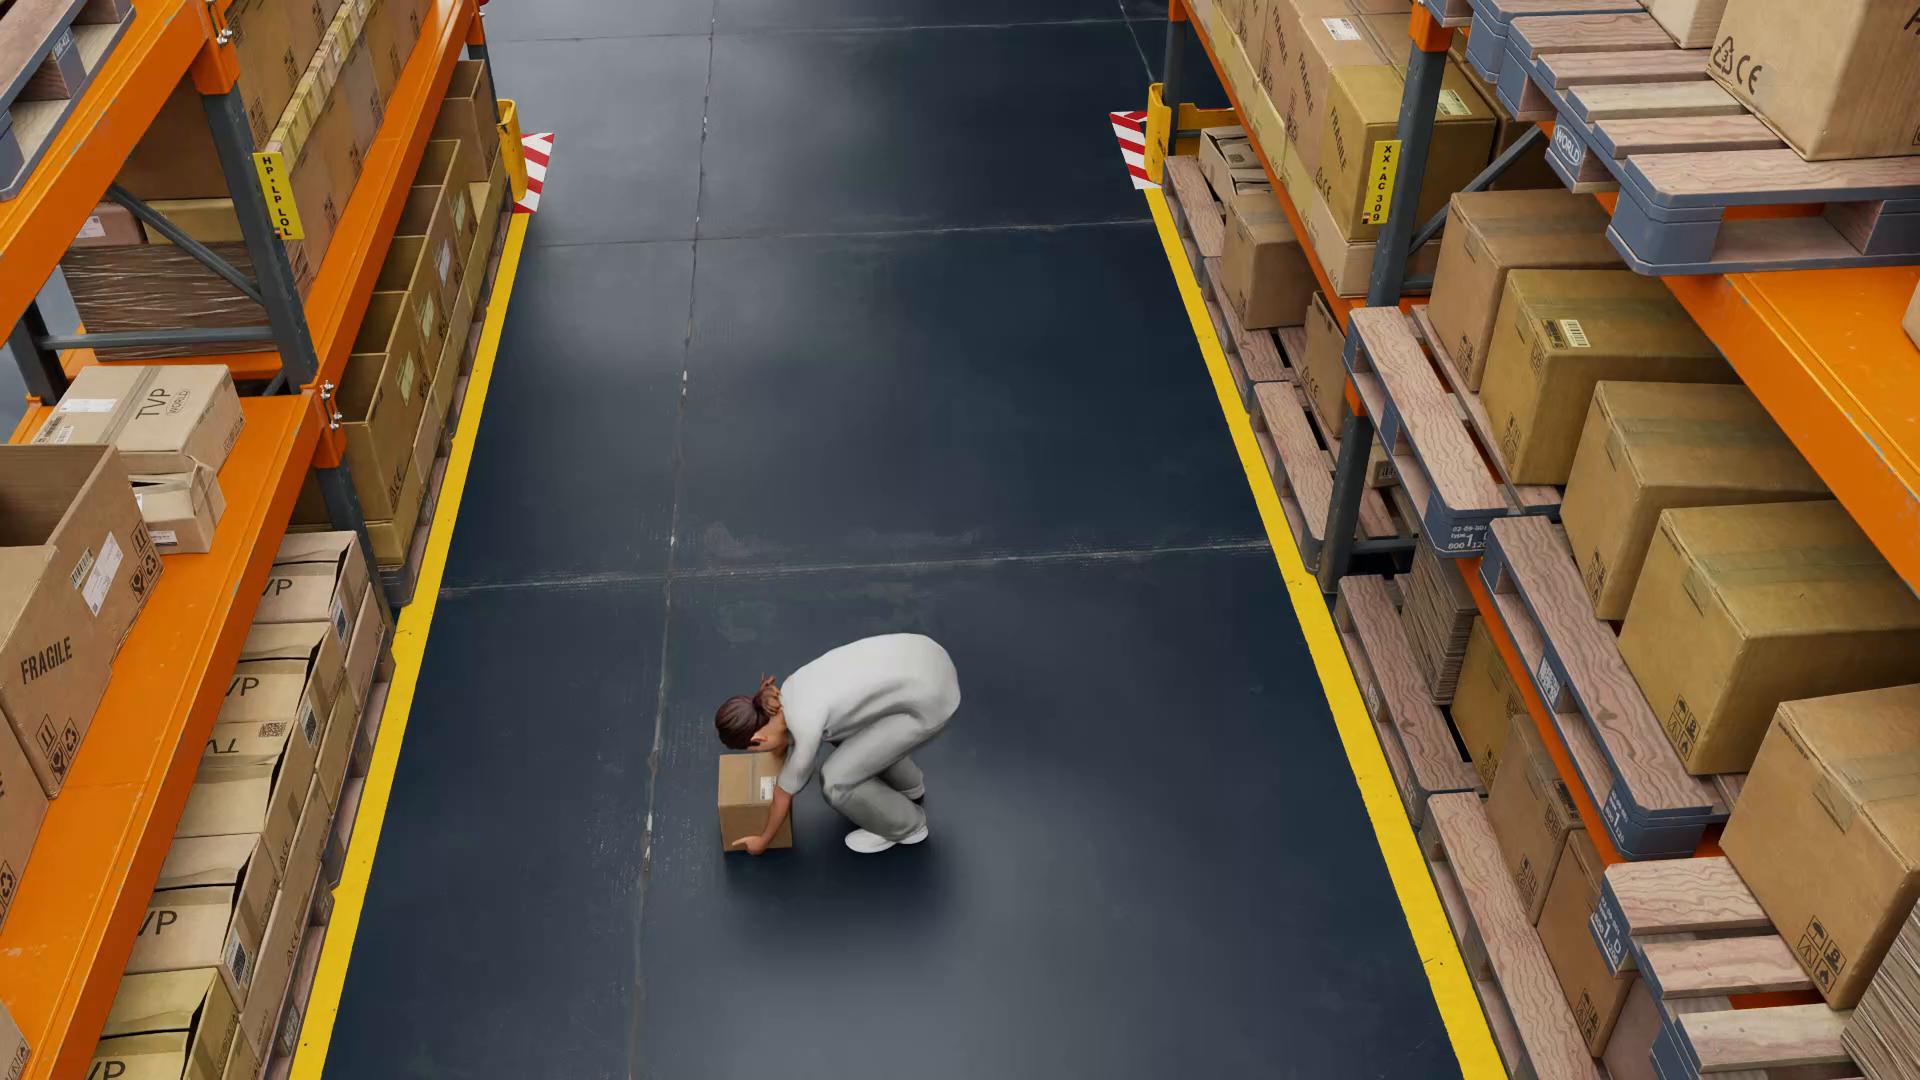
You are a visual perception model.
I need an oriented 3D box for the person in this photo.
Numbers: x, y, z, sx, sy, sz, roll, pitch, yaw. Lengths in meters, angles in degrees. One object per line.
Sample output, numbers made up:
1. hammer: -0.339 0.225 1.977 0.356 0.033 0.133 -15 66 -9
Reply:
1. person: -0.429 0.732 5.938 0.855 0.836 0.476 -5 40 -6
